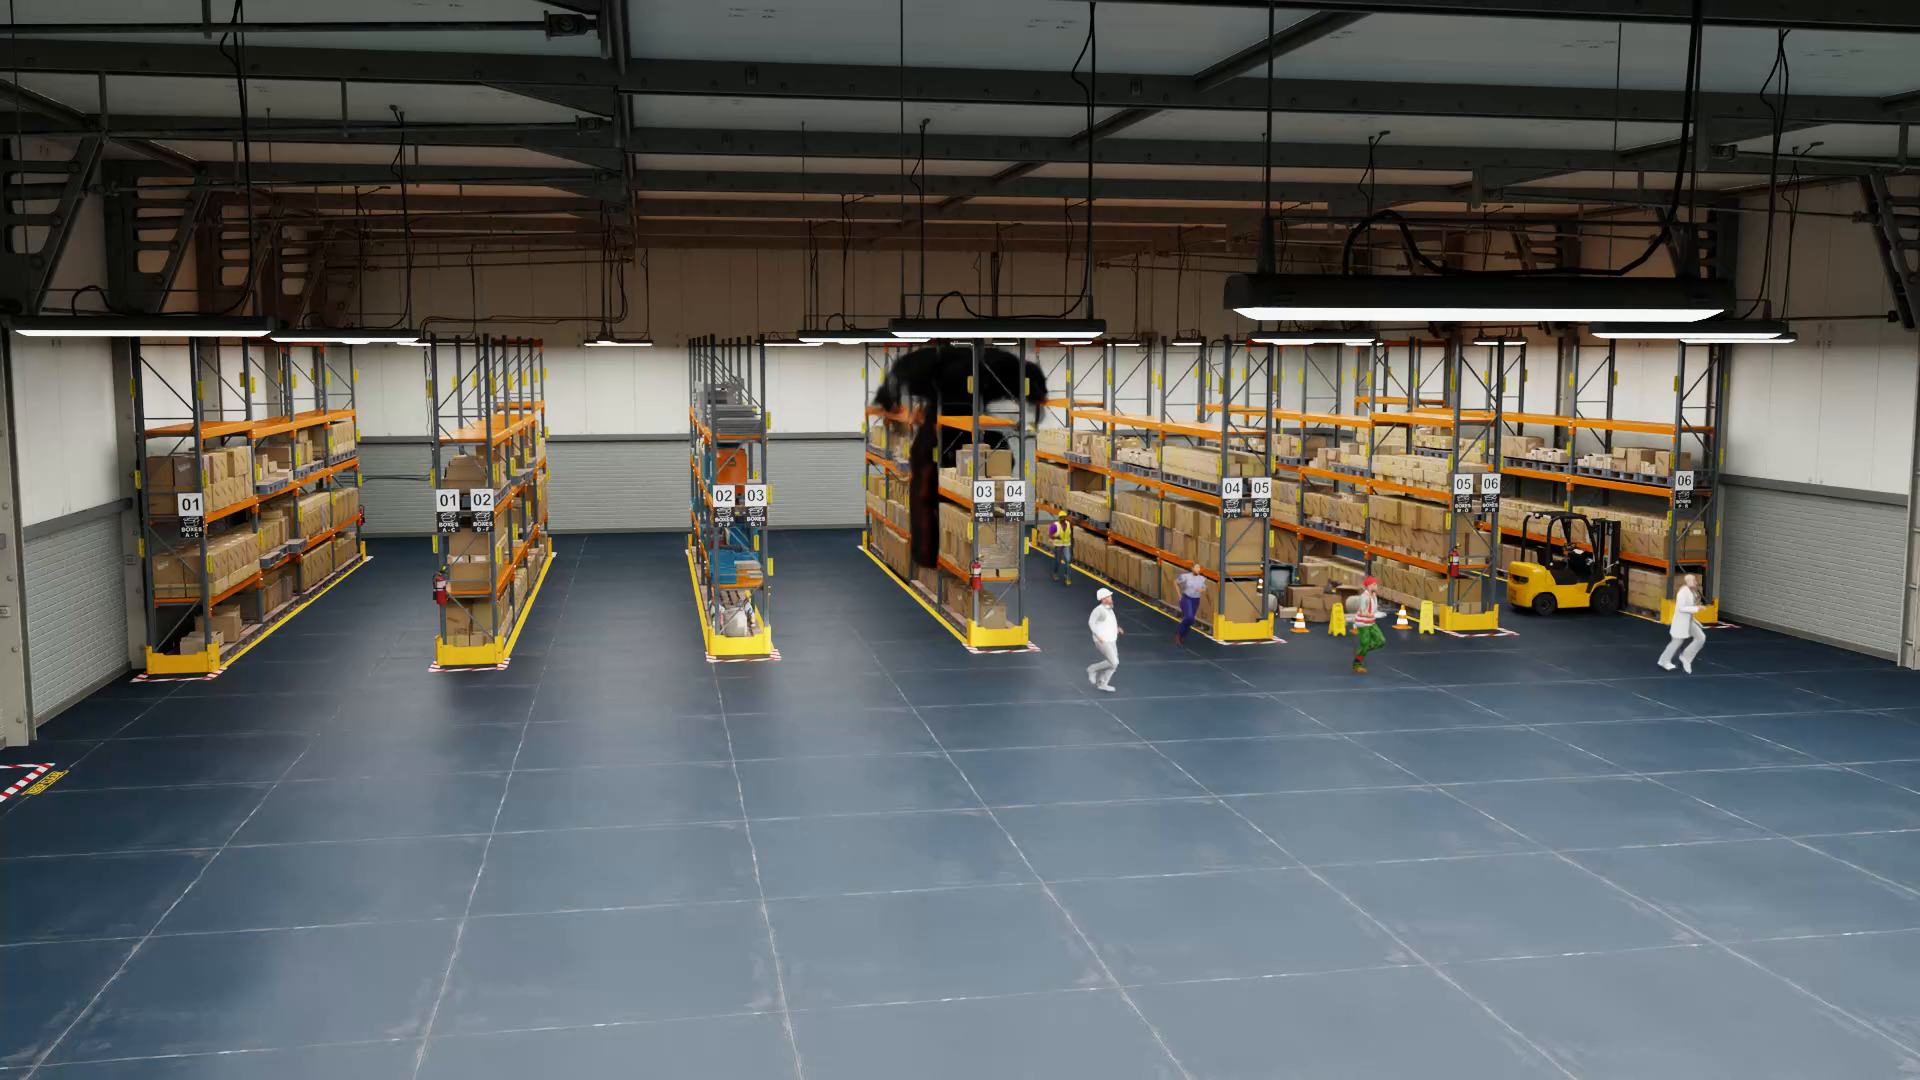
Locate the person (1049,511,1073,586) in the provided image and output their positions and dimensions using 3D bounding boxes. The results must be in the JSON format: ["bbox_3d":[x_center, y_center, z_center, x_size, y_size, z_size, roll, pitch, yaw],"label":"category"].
[{"bbox_3d":[2.473,0.170,40.765,0.640,1.796,0.890,-1,7,-9],"label":"person"}]

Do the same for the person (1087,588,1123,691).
[{"bbox_3d":[2.438,1.675,27.923,0.553,1.732,0.706,4,7,28],"label":"person"}]

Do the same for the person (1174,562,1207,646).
[{"bbox_3d":[4.462,1.224,32.434,0.713,1.602,0.670,-3,7,-25],"label":"person"}]

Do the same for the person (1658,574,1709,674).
[{"bbox_3d":[12.818,1.477,29.433,0.752,1.772,0.886,-6,9,-42],"label":"person"}]

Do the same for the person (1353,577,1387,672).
[{"bbox_3d":[7.243,1.500,29.341,0.657,1.728,0.707,5,8,38],"label":"person"}]
